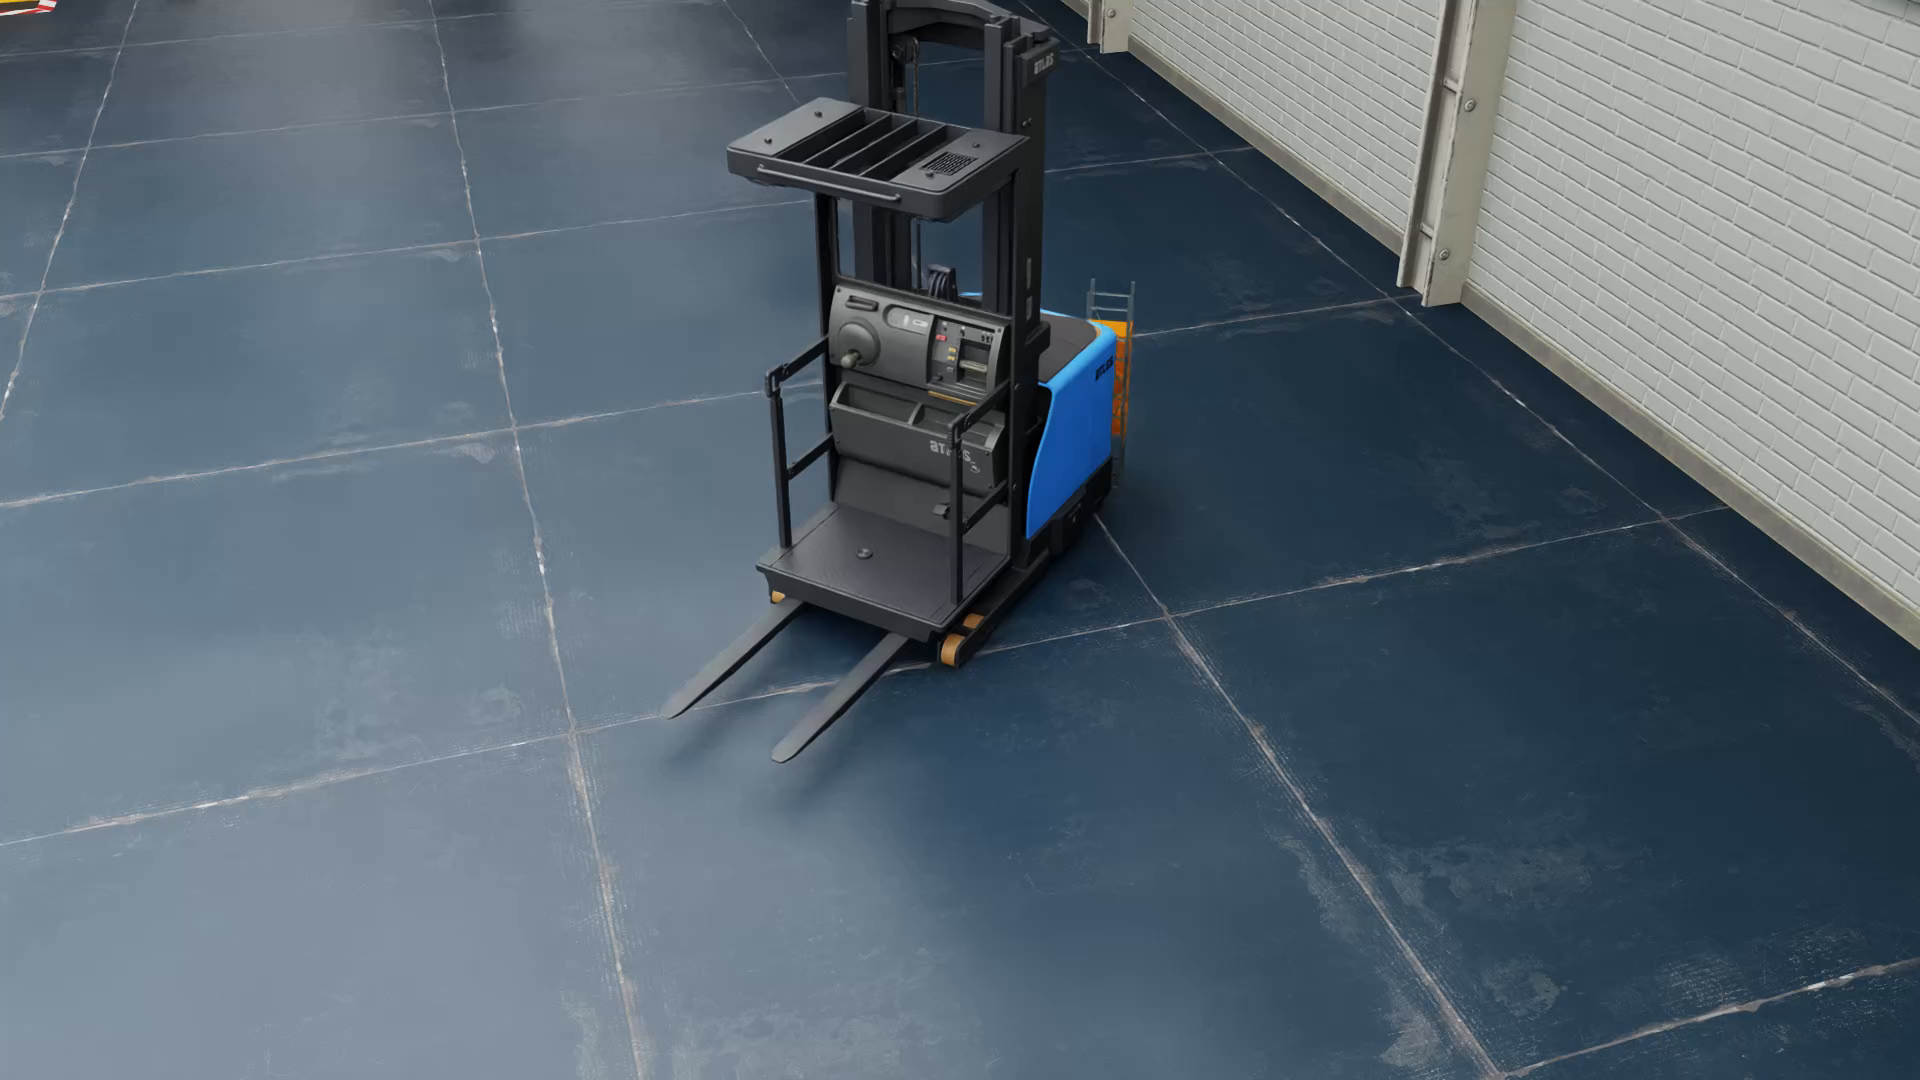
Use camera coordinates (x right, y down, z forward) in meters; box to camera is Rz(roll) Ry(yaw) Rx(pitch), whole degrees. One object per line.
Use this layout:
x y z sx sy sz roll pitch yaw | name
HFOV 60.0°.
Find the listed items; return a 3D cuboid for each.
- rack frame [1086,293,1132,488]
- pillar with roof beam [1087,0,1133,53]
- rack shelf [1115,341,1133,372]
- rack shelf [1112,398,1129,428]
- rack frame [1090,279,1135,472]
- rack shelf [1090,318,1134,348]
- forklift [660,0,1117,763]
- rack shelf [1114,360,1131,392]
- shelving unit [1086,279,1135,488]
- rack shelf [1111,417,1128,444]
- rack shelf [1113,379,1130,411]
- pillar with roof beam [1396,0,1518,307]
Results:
0.799 -0.809 9.206 0.240 1.200 0.006 6 34 9 | rack frame
-2.625 -7.922 12.896 9.100 9.000 0.400 -10 35 -15 | pillar with roof beam
0.815 -1.022 9.173 0.258 0.103 0.180 6 34 9 | rack shelf
0.815 -0.722 9.371 0.258 0.103 0.180 6 34 9 | rack shelf
0.831 -0.908 9.356 0.240 1.200 0.006 6 34 9 | rack frame
0.815 -1.122 9.107 0.258 0.103 0.180 6 34 9 | rack shelf
-0.317 -0.887 7.754 1.130 2.935 3.031 17 37 24 | forklift
0.815 -0.922 9.239 0.258 0.103 0.180 6 34 9 | rack shelf
0.815 -0.859 9.281 0.258 1.200 0.189 6 34 9 | shelving unit
0.815 -0.621 9.438 0.258 0.103 0.180 6 34 9 | rack shelf
0.815 -0.822 9.305 0.258 0.103 0.180 6 34 9 | rack shelf
-0.795 -4.772 8.129 9.100 9.000 0.400 -10 35 -15 | pillar with roof beam
